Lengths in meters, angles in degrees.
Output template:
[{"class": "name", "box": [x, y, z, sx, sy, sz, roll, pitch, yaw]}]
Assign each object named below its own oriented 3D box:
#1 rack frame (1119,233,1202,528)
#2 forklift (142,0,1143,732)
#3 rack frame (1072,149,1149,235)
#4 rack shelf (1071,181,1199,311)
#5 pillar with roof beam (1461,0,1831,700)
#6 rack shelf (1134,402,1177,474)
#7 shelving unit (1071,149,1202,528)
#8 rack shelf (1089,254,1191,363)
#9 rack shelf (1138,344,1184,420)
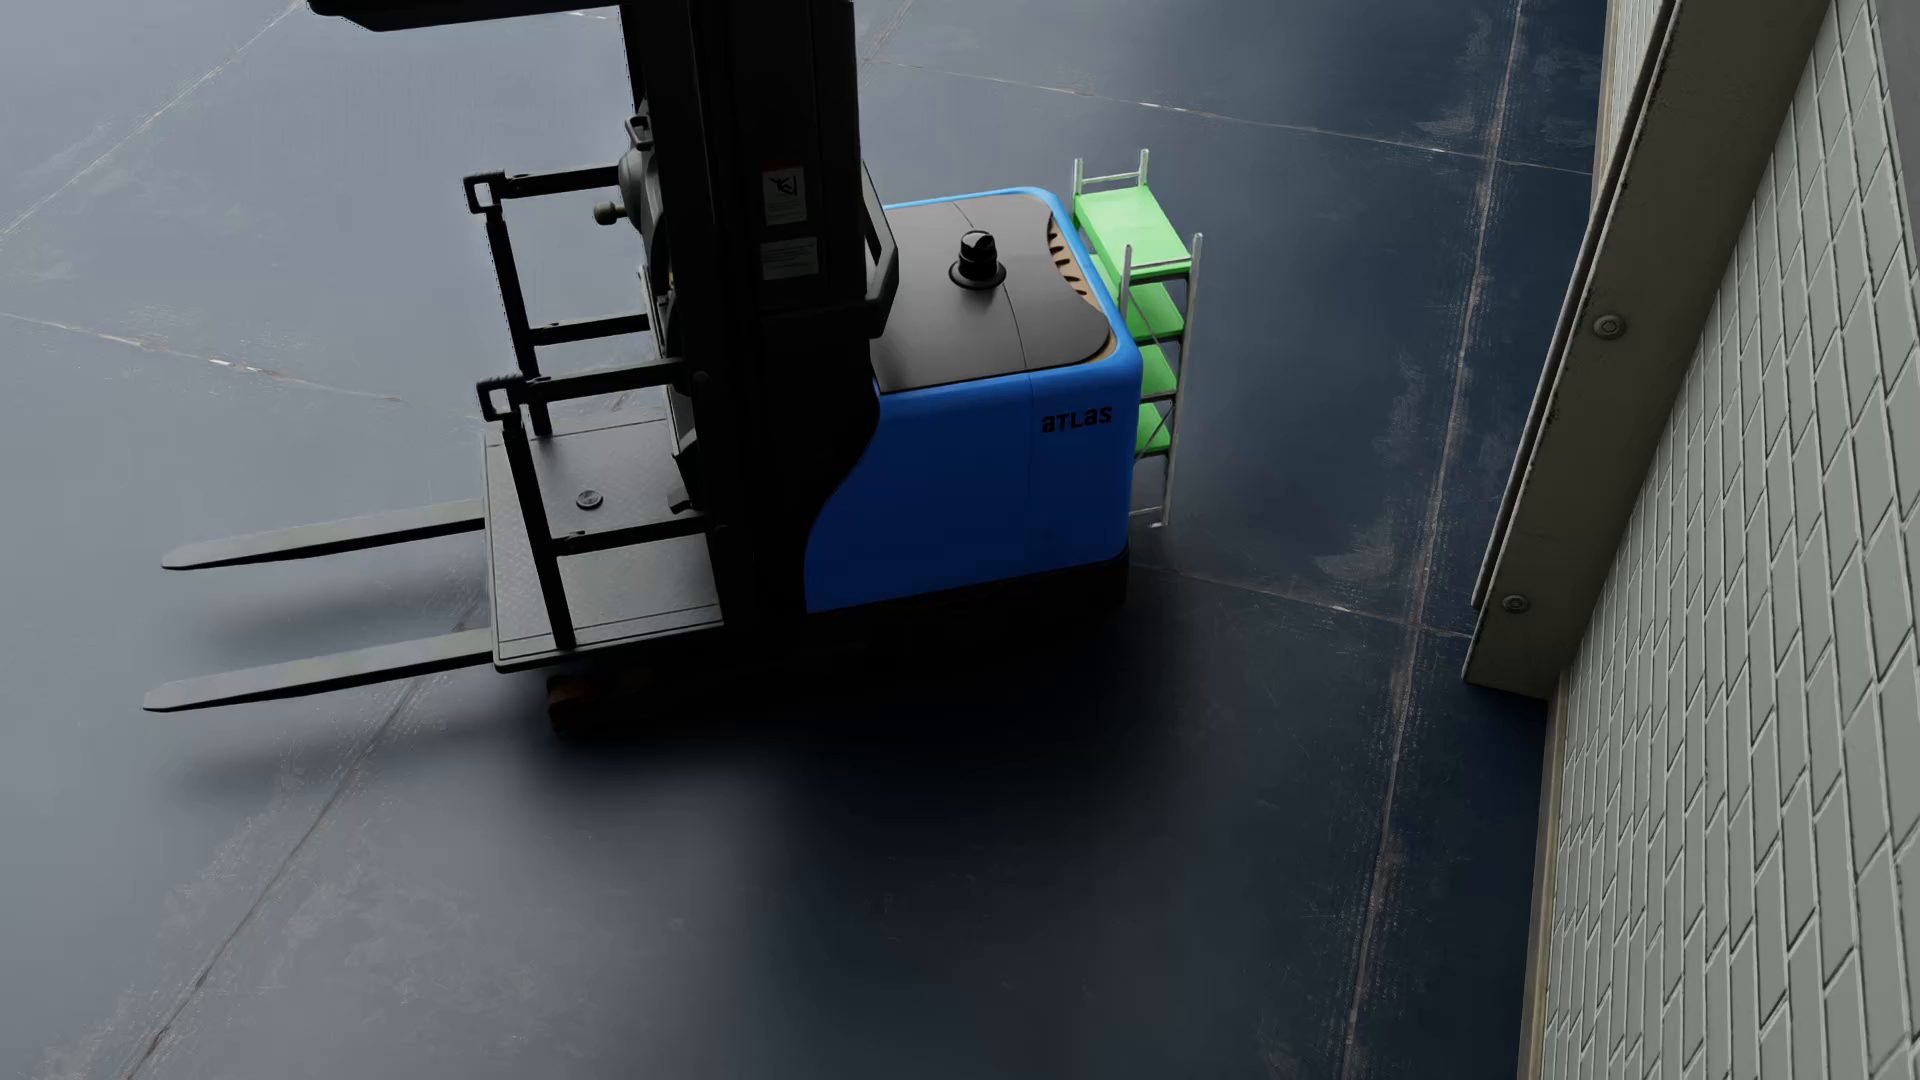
[{"class": "rack frame", "box": [0.605, -0.463, 5.366, 0.240, 1.200, 0.015, -10, 45, -10]}, {"class": "forklift", "box": [-1.030, -0.869, 4.542, 3.031, 2.935, 1.130, -10, 45, -10]}, {"class": "rack frame", "box": [0.483, -0.794, 5.703, 0.240, 1.200, 0.015, -10, 45, -10]}, {"class": "rack shelf", "box": [0.544, -0.926, 5.243, 0.258, 0.148, 0.480, -10, 45, -10]}, {"class": "pillar with roof beam", "box": [-2.300, -3.781, 3.180, 9.100, 9.000, 0.400, 13, 46, 13]}, {"class": "rack shelf", "box": [0.544, -0.411, 5.747, 0.258, 0.148, 0.480, -10, 45, -10]}, {"class": "shelving unit", "box": [0.544, -0.628, 5.534, 0.258, 1.200, 0.503, -10, 45, -10]}, {"class": "rack shelf", "box": [0.544, -0.754, 5.411, 0.258, 0.148, 0.480, -10, 45, -10]}, {"class": "rack shelf", "box": [0.544, -0.583, 5.579, 0.258, 0.148, 0.480, -10, 45, -10]}]
